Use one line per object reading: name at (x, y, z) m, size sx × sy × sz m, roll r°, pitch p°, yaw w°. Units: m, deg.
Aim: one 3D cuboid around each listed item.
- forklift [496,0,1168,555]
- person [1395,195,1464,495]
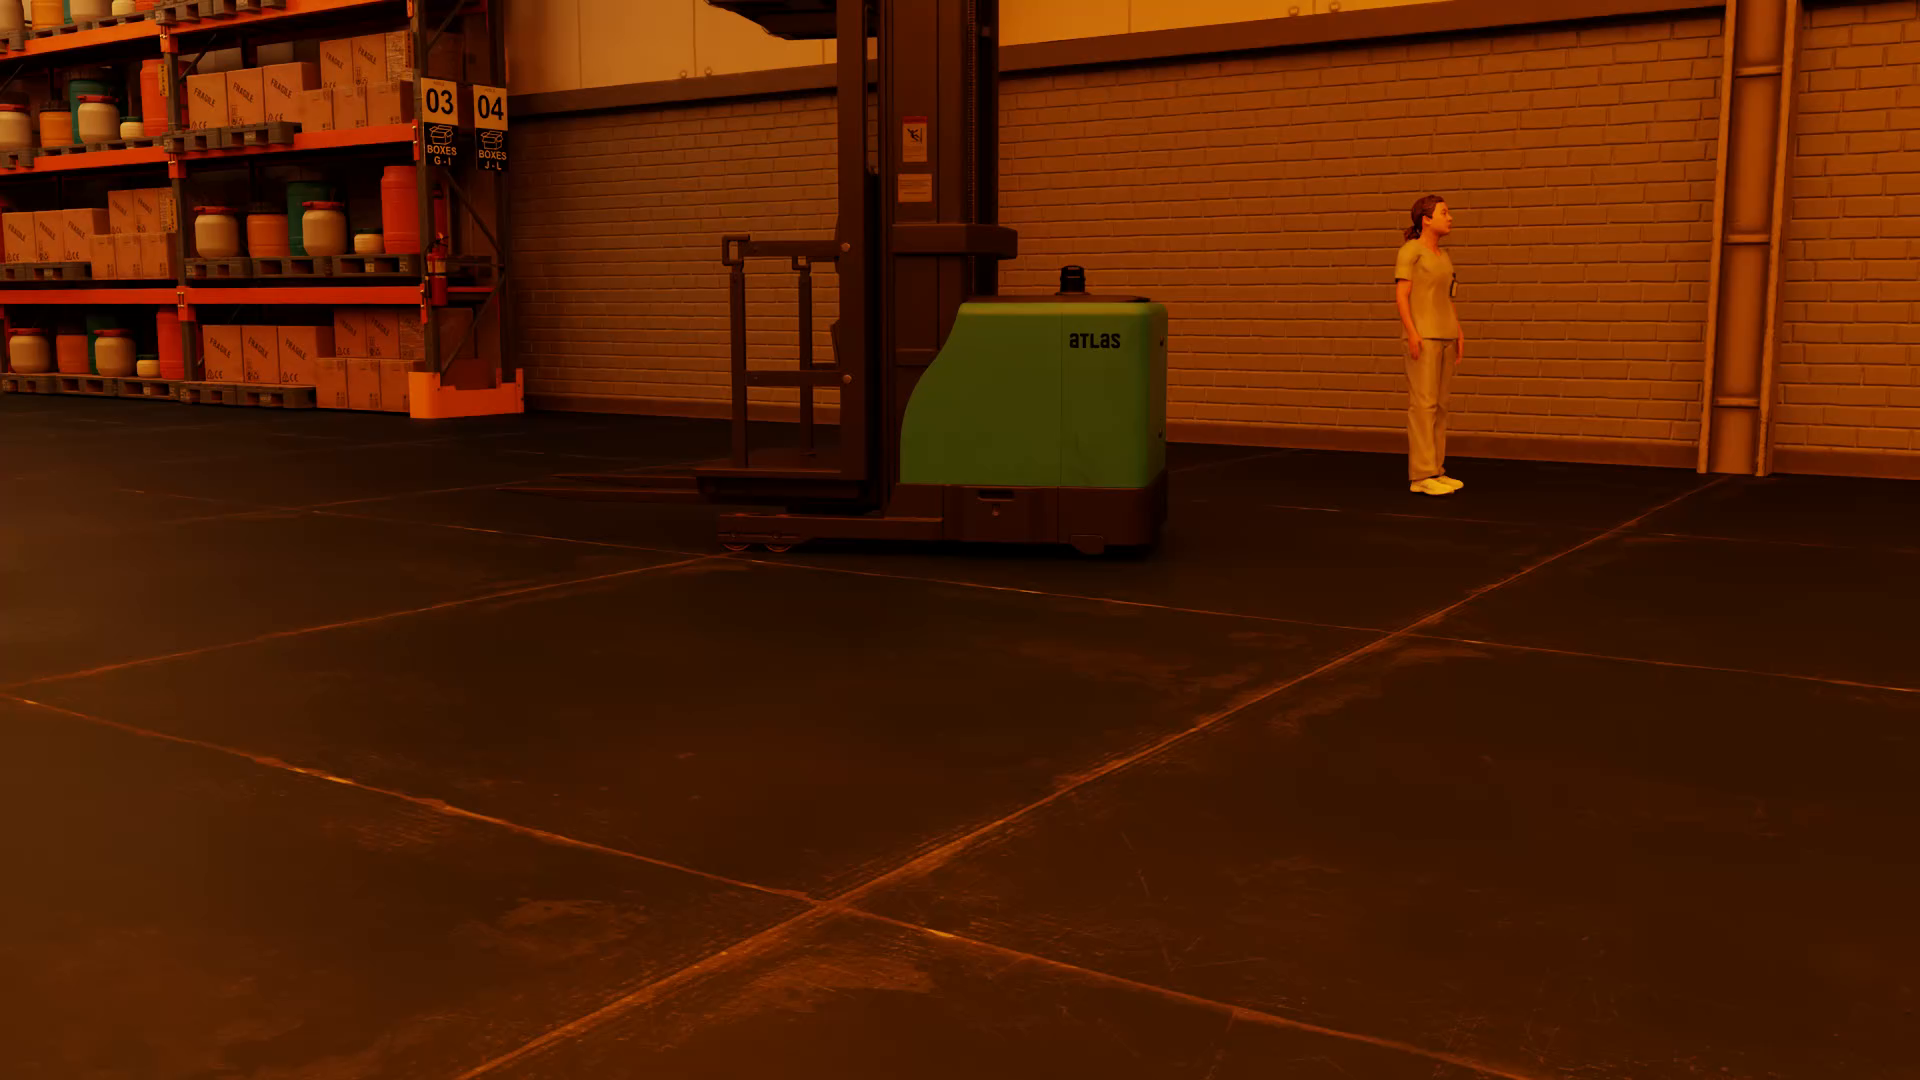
forklift at (-0.596, -1.469, 7.520) m, size 3.031 × 2.935 × 1.130 m, roll 2°, pitch 8°, yaw 12°
person at (2.723, -1.116, 9.447) m, size 0.547 × 1.675 × 0.551 m, roll -7°, pitch 11°, yaw -41°
